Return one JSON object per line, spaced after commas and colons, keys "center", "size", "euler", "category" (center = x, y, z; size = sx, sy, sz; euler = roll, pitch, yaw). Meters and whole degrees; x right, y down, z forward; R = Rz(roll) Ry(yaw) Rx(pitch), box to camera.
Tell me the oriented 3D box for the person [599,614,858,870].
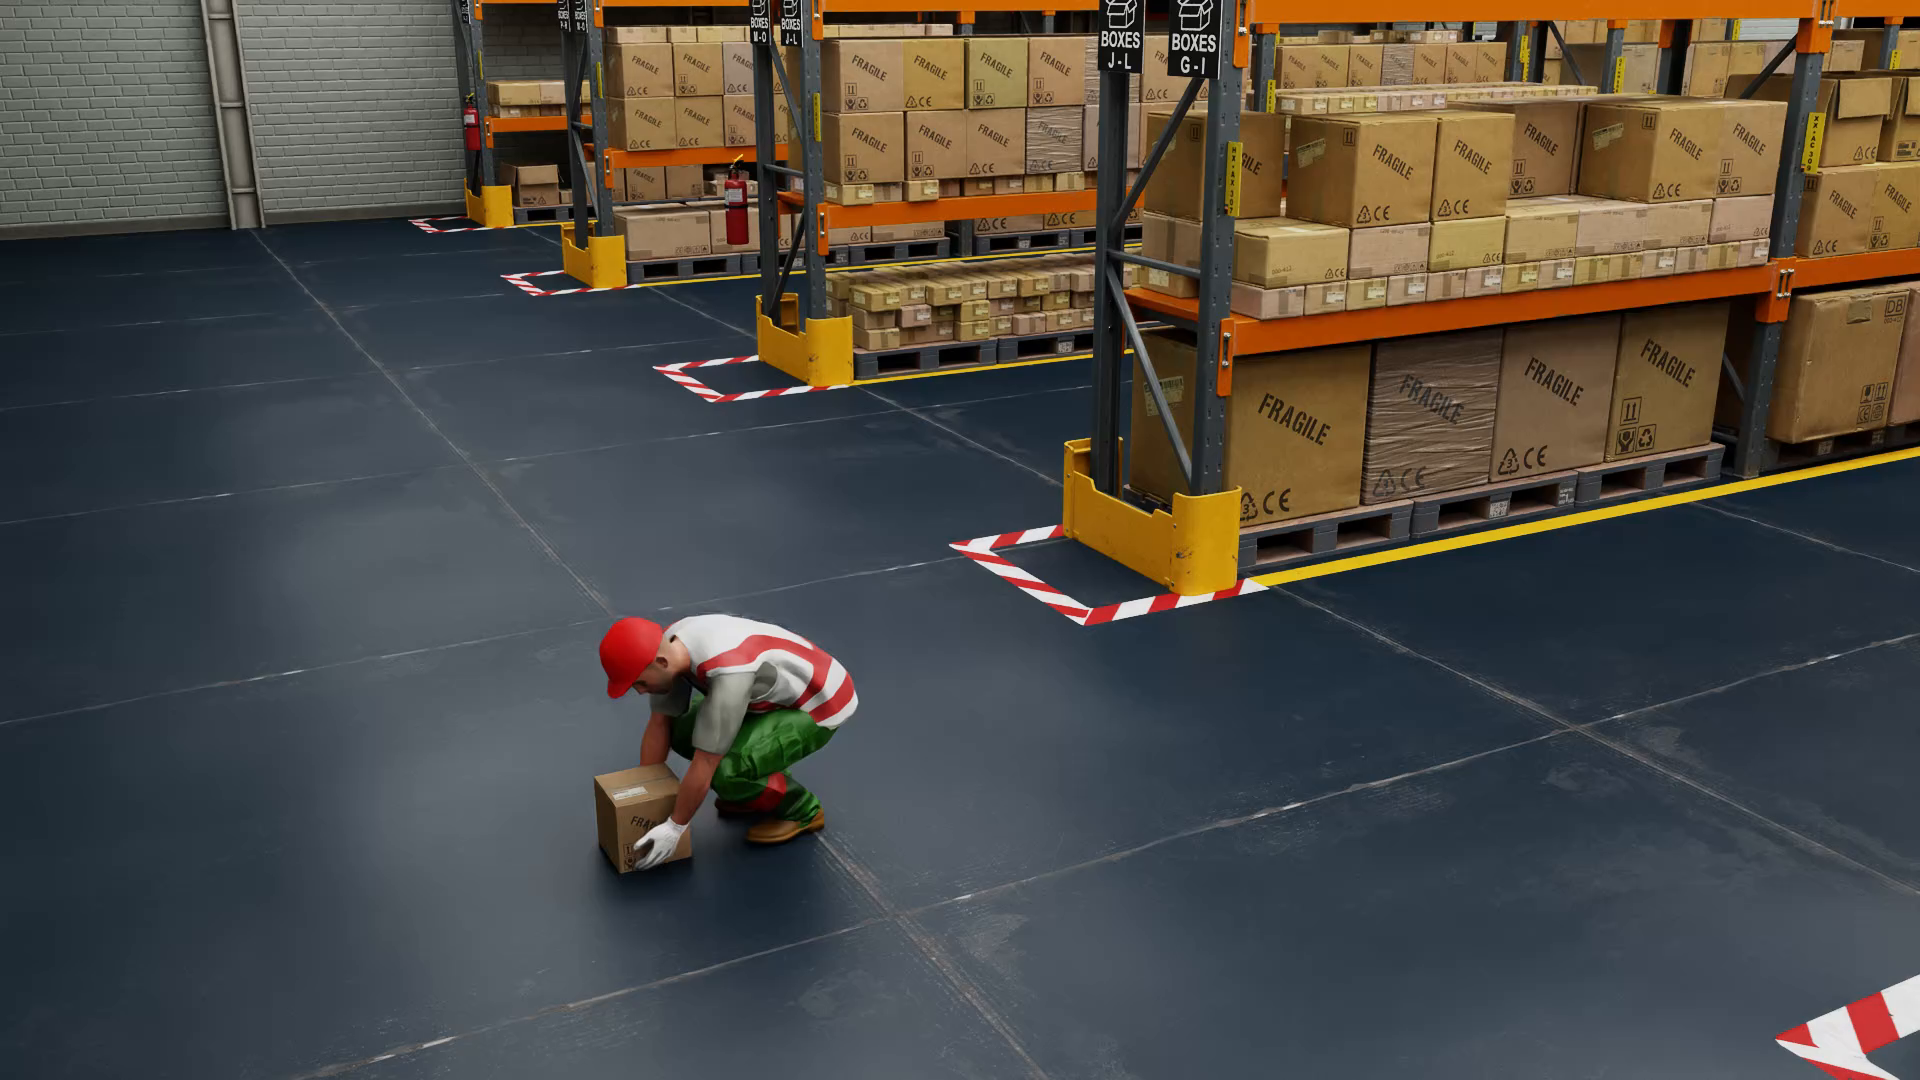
{"center": [-0.782, 0.604, 5.667], "size": [0.889, 0.874, 0.563], "euler": [-10, 21, -27], "category": "person"}
